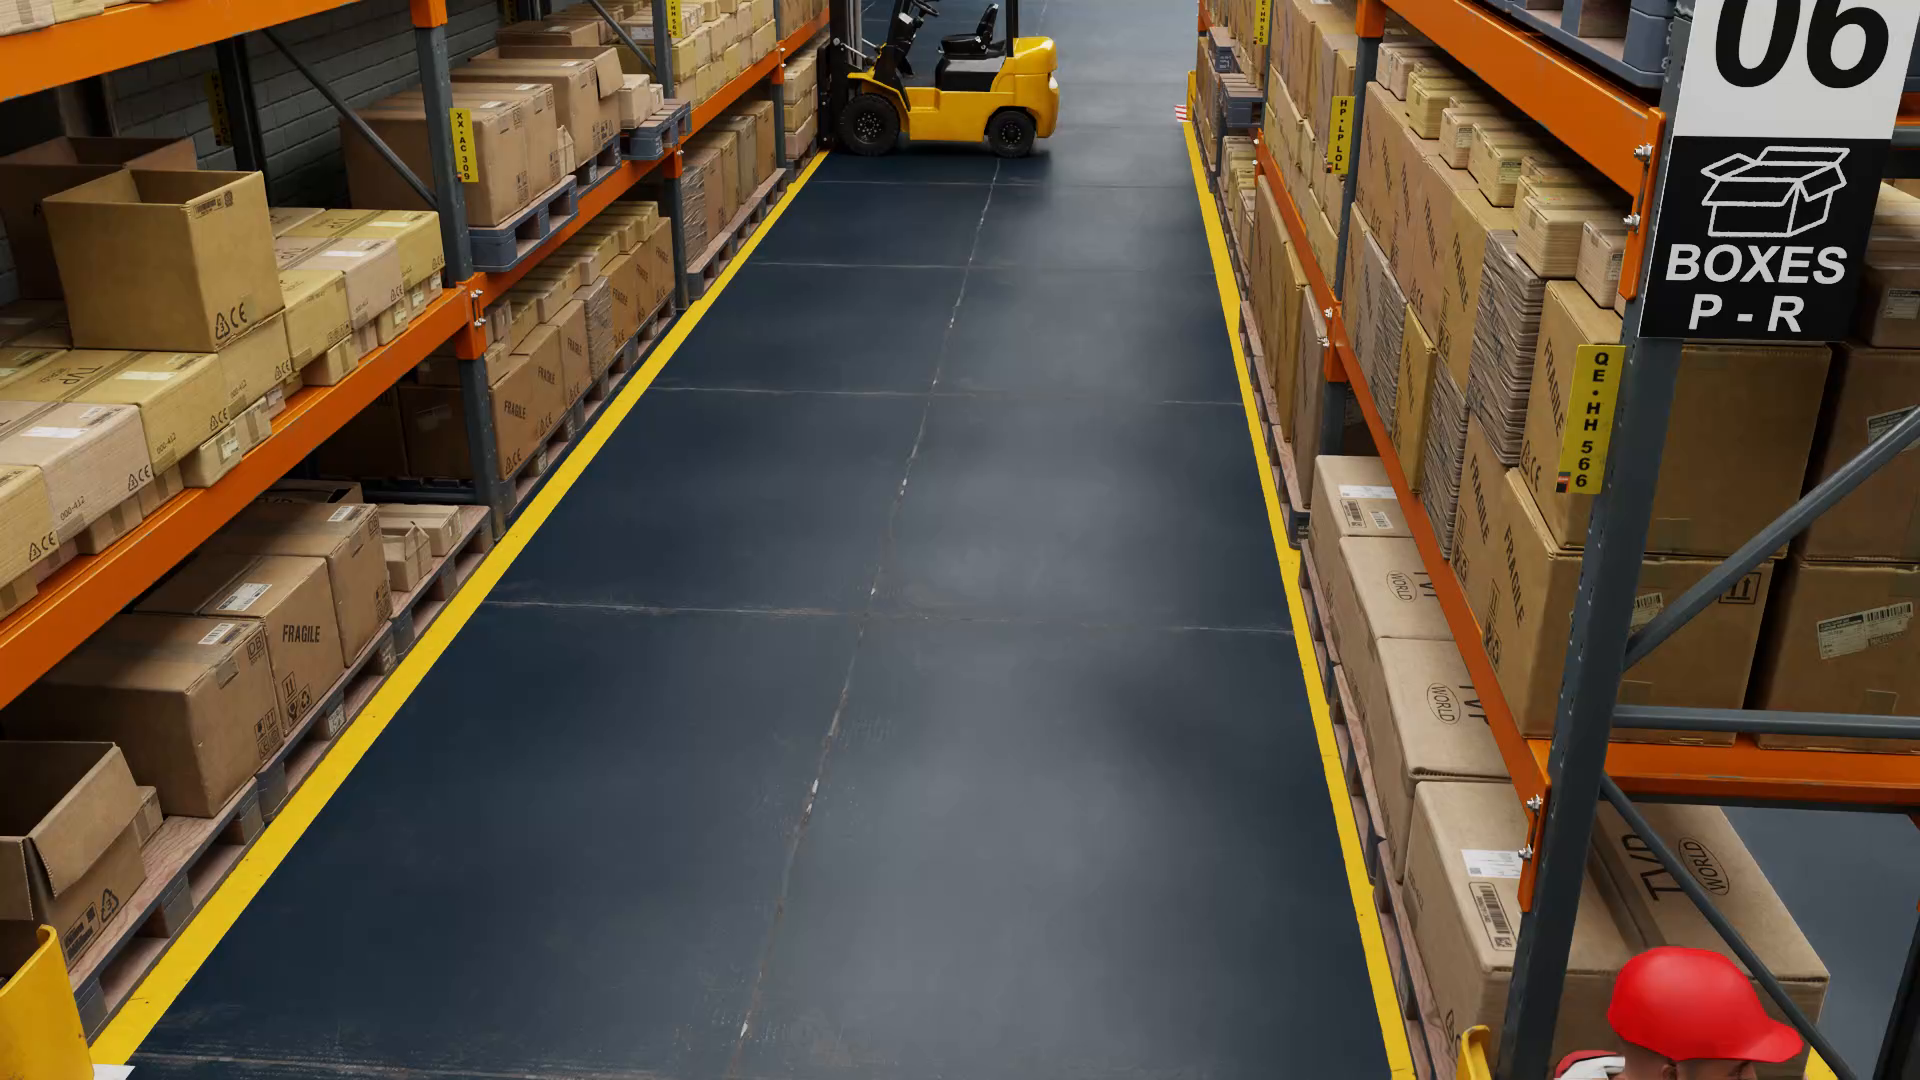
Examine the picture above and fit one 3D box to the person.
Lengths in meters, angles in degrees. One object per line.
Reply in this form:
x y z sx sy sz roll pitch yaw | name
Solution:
1.015 1.473 2.844 1.054 1.732 0.667 11 27 23 | person
